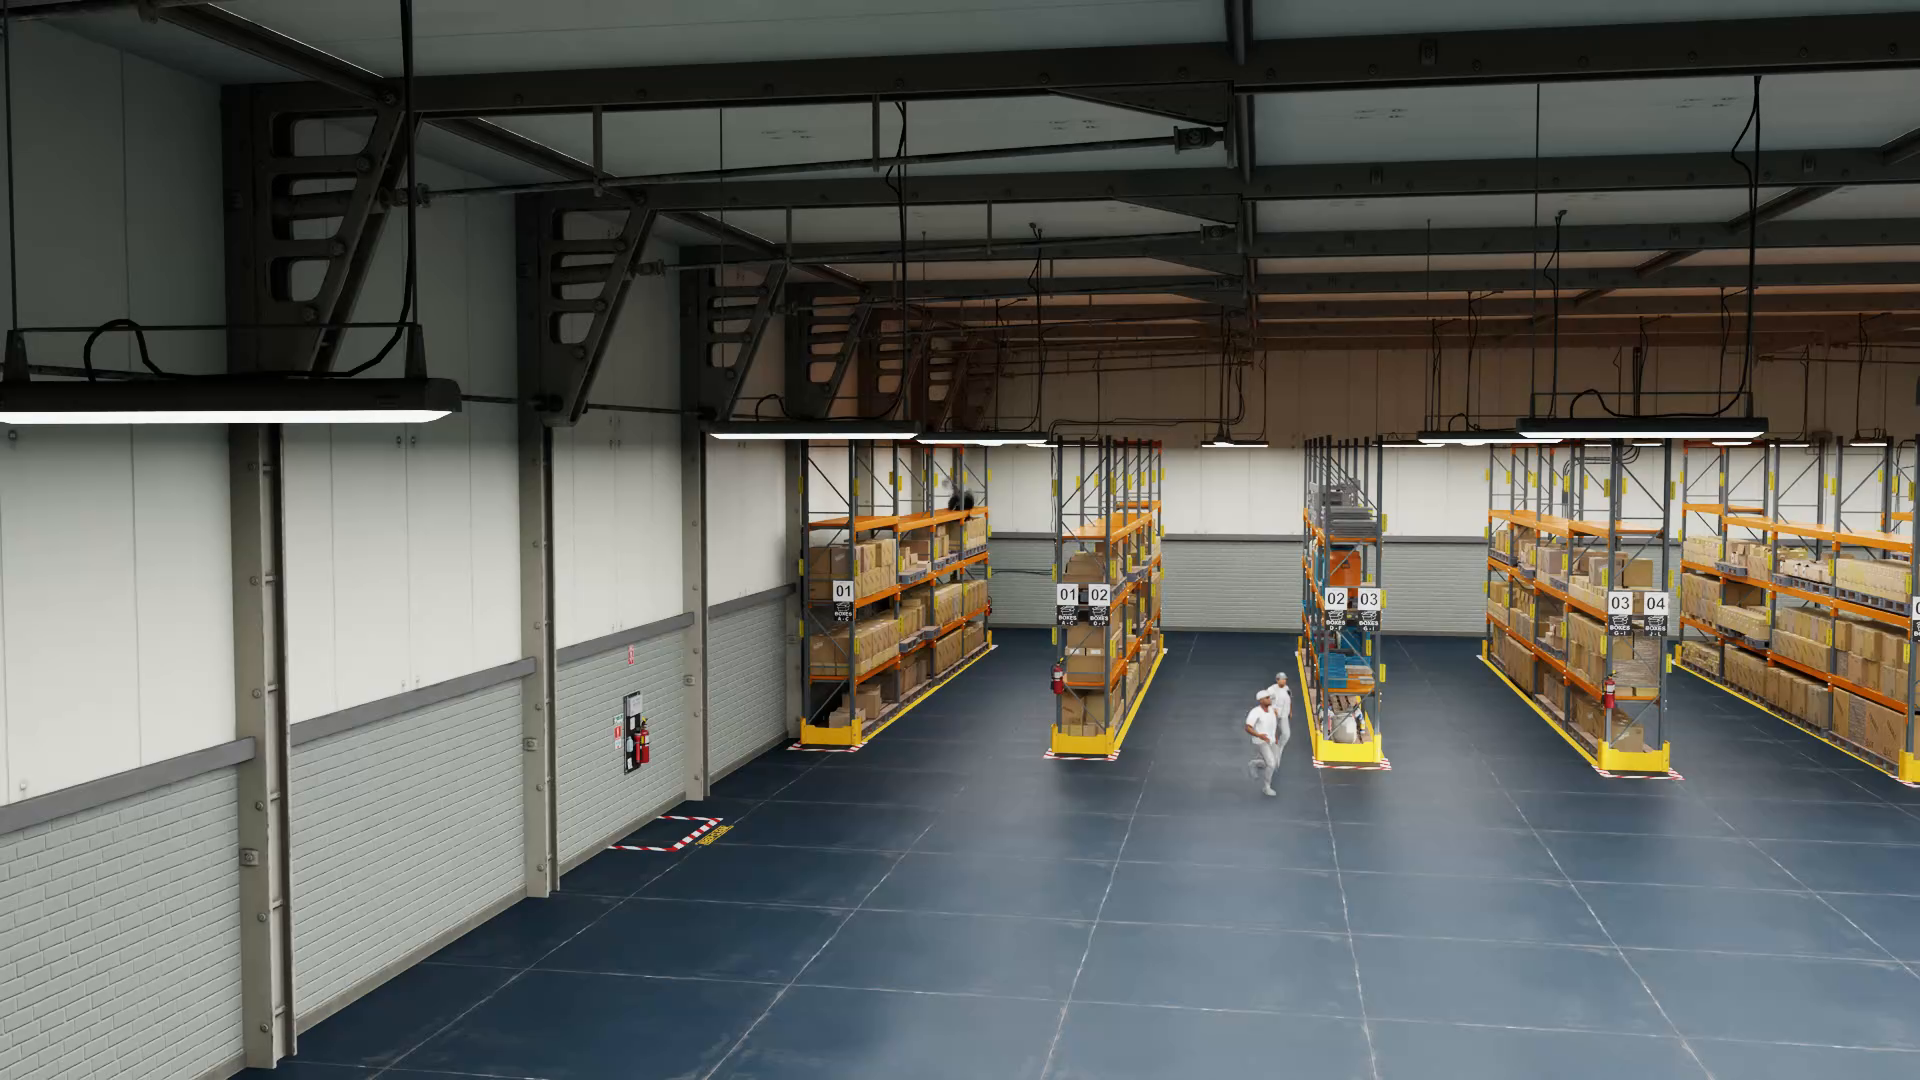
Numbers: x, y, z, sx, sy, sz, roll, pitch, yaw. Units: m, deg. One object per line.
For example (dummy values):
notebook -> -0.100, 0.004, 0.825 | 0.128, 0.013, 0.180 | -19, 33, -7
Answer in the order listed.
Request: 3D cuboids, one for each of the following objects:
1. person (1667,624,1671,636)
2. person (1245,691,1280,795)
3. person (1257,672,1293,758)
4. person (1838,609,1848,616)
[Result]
person -> 17.607, 2.574, 41.978 | 0.639, 1.744, 0.645 | 1, 3, 14
person -> 5.042, 3.369, 27.803 | 0.613, 1.726, 0.736 | 3, 4, 43
person -> 5.840, 3.271, 30.551 | 0.686, 1.686, 0.662 | -1, 3, -14
person -> 23.904, 2.458, 45.158 | 0.862, 1.673, 0.590 | 1, 3, 17
